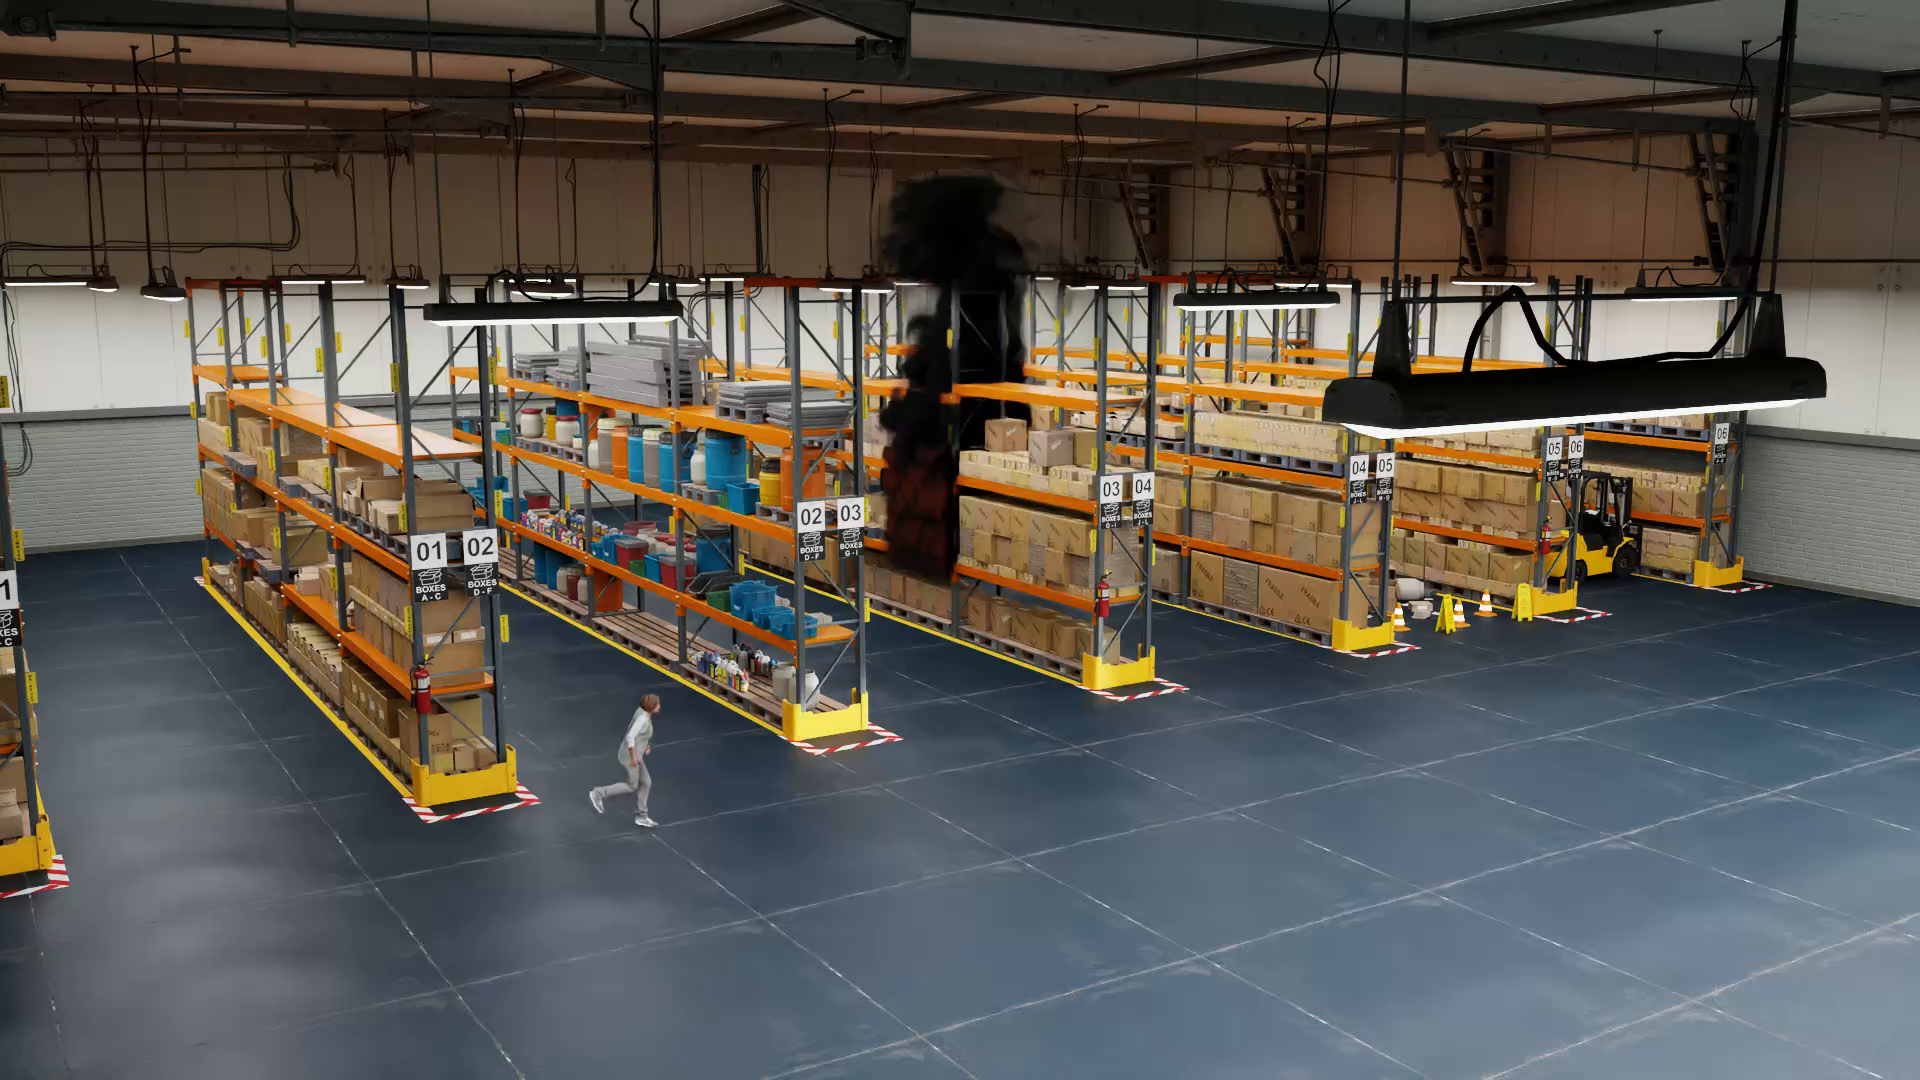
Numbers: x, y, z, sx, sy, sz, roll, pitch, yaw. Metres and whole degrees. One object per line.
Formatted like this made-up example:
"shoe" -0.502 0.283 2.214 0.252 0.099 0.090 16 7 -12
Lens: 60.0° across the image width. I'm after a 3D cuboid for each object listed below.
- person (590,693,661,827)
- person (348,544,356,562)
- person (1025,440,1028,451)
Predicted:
"person" -3.769 2.492 18.738 0.818 1.547 0.539 -2 10 -14
"person" -12.328 -0.017 33.186 0.569 1.700 0.704 -7 12 -37
"person" 1.798 -1.933 44.742 0.628 1.576 0.651 -3 10 -19
